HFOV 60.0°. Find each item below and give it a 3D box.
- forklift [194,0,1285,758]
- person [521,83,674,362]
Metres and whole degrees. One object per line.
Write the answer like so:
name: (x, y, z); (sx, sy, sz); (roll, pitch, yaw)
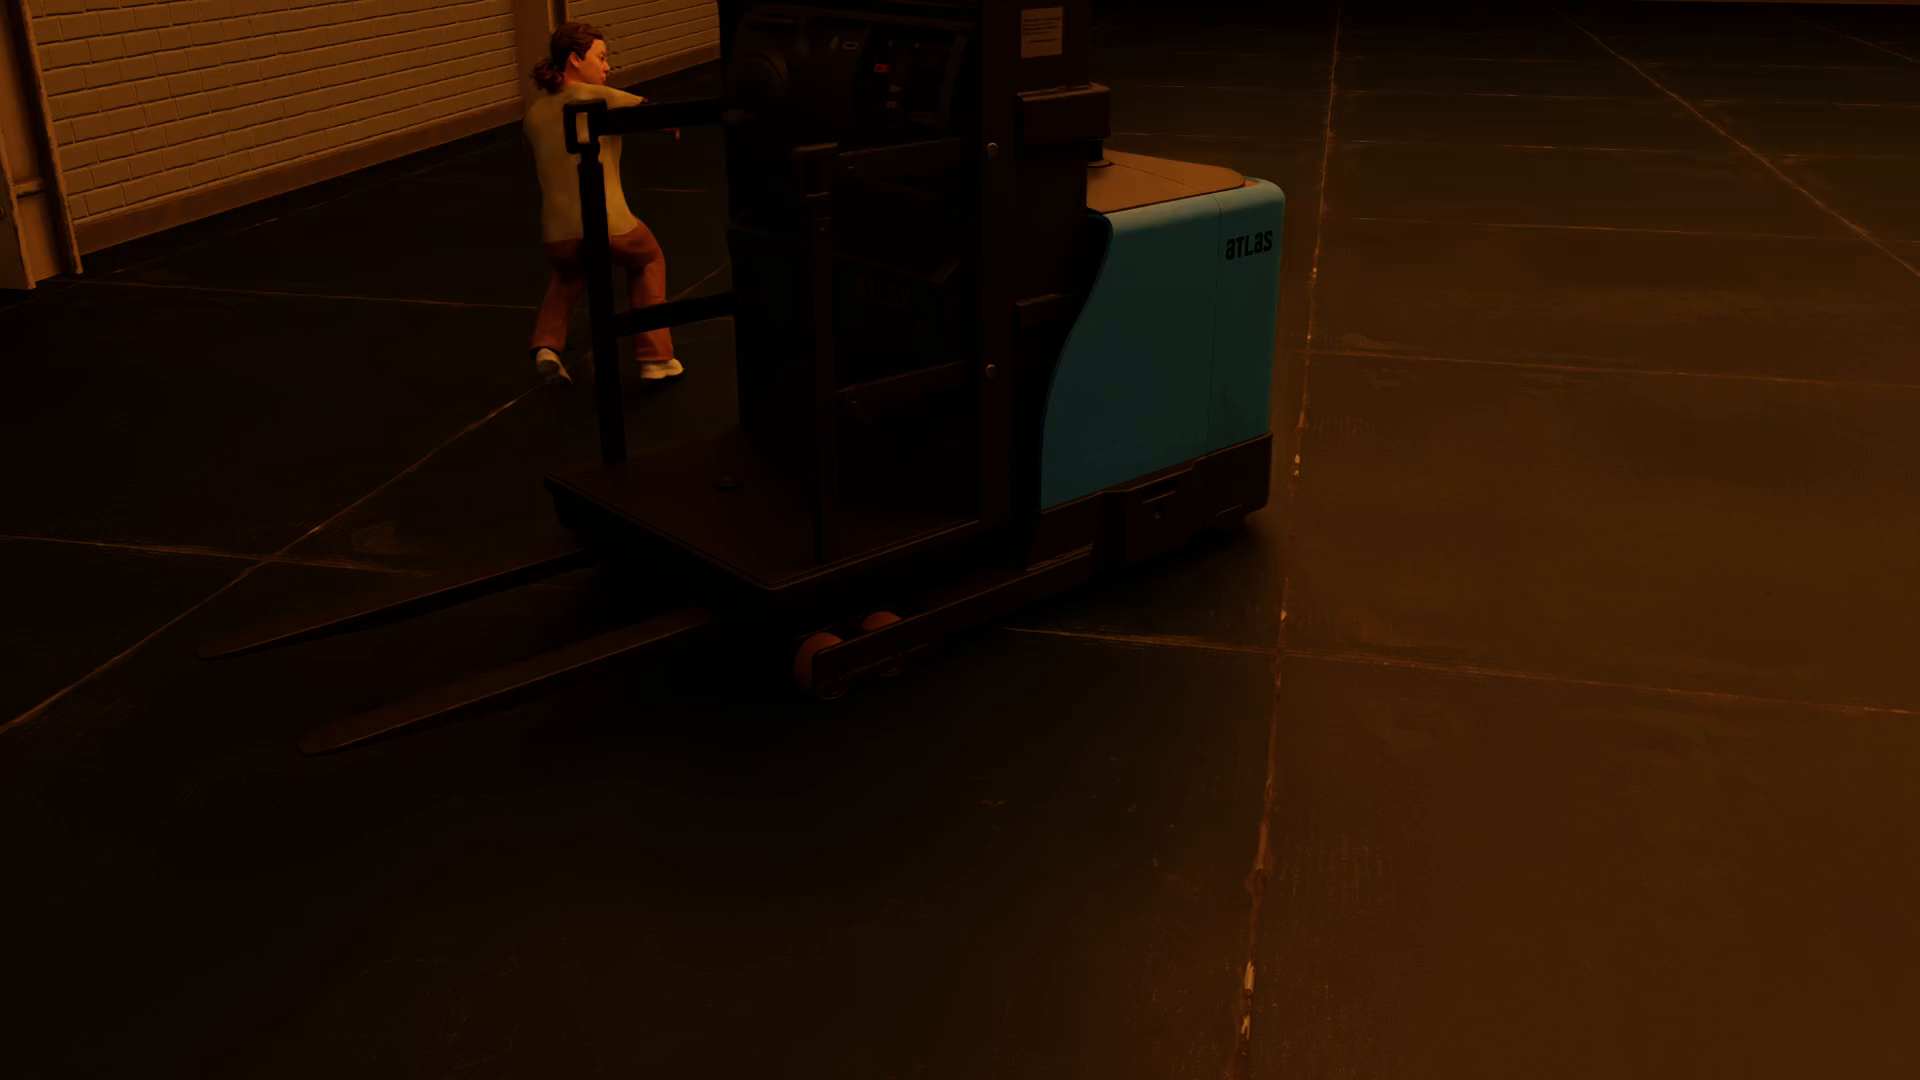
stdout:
forklift: (-0.460, -1.178, 4.156); (3.031, 2.935, 1.130); (-19, 29, -38)
person: (-1.430, -1.197, 6.392); (0.593, 1.097, 0.564); (4, 22, 9)
